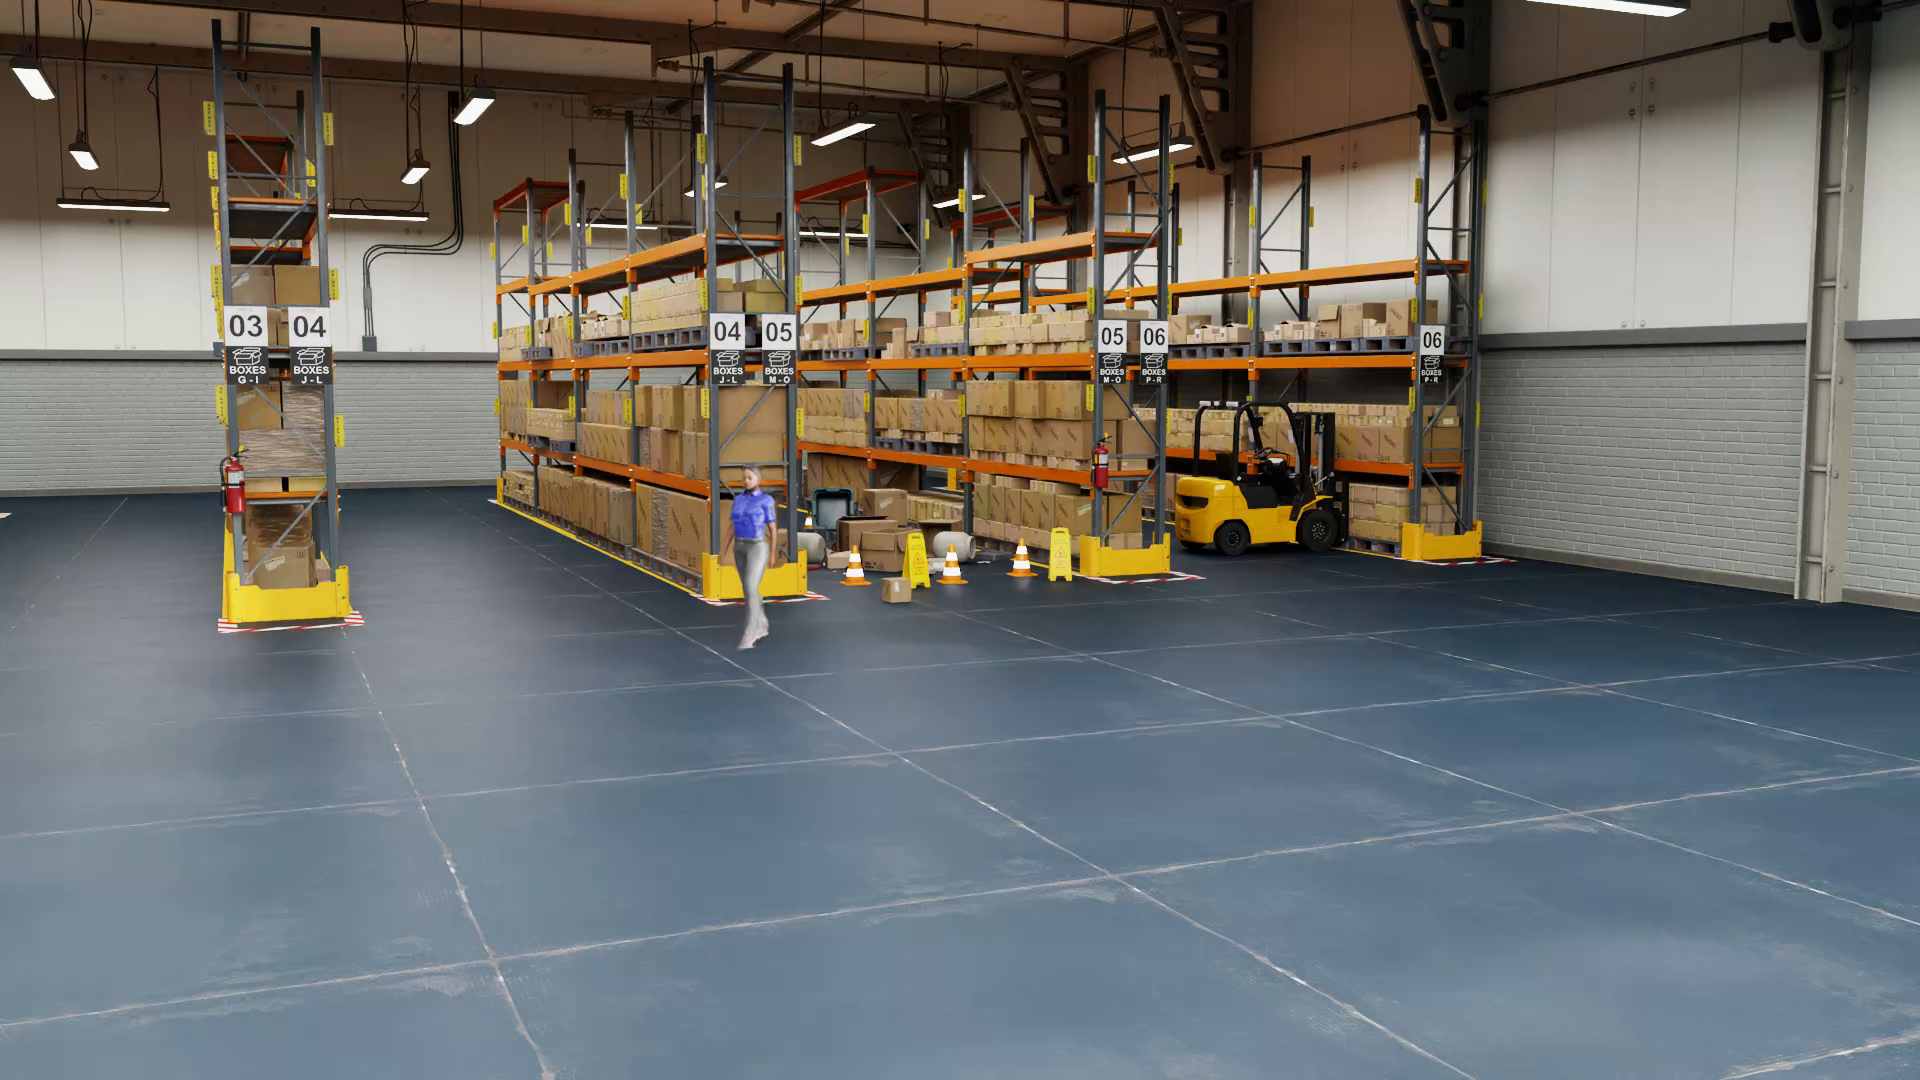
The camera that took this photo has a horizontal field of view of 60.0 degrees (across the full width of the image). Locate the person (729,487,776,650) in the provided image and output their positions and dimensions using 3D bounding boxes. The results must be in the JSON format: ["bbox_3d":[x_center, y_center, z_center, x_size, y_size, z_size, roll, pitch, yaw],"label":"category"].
[{"bbox_3d":[-1.990,0.265,15.505,0.437,1.499,0.655,3,6,30],"label":"person"}]
